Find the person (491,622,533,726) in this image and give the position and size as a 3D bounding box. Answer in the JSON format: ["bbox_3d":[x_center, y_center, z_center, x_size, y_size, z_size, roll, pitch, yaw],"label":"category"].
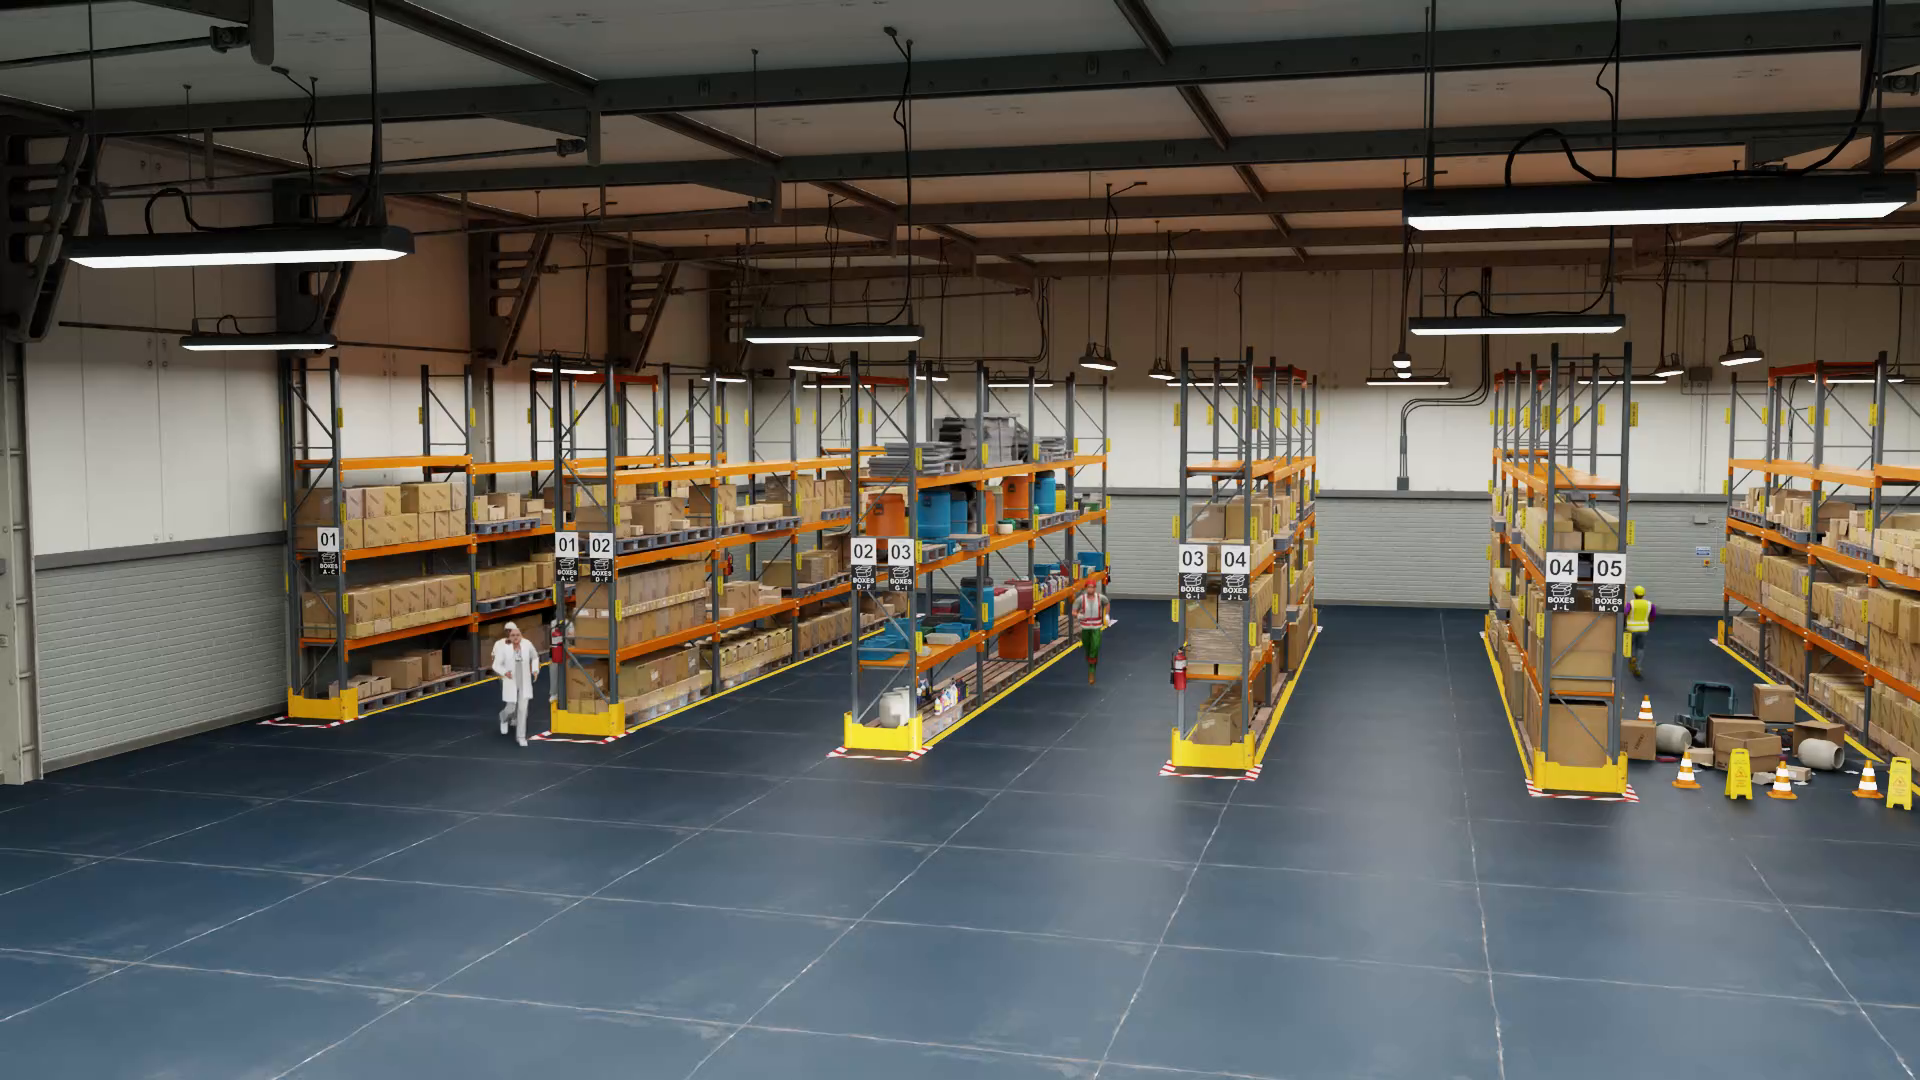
[{"bbox_3d":[-7.215,2.180,26.793,0.697,1.721,0.565,0,4,-2],"label":"person"}]

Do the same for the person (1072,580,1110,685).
[{"bbox_3d":[2.370,1.631,30.035,0.692,1.851,0.856,0,4,3],"label":"person"}]

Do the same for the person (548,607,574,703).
[{"bbox_3d":[-7.038,1.981,29.372,0.561,1.659,0.970,1,4,14],"label":"person"}]

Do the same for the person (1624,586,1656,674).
[{"bbox_3d":[13.229,1.749,32.532,0.692,1.724,0.582,1,4,7],"label":"person"}]

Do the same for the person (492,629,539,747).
[{"bbox_3d":[-6.844,2.243,25.673,0.725,1.778,0.971,-2,5,-24],"label":"person"}]
